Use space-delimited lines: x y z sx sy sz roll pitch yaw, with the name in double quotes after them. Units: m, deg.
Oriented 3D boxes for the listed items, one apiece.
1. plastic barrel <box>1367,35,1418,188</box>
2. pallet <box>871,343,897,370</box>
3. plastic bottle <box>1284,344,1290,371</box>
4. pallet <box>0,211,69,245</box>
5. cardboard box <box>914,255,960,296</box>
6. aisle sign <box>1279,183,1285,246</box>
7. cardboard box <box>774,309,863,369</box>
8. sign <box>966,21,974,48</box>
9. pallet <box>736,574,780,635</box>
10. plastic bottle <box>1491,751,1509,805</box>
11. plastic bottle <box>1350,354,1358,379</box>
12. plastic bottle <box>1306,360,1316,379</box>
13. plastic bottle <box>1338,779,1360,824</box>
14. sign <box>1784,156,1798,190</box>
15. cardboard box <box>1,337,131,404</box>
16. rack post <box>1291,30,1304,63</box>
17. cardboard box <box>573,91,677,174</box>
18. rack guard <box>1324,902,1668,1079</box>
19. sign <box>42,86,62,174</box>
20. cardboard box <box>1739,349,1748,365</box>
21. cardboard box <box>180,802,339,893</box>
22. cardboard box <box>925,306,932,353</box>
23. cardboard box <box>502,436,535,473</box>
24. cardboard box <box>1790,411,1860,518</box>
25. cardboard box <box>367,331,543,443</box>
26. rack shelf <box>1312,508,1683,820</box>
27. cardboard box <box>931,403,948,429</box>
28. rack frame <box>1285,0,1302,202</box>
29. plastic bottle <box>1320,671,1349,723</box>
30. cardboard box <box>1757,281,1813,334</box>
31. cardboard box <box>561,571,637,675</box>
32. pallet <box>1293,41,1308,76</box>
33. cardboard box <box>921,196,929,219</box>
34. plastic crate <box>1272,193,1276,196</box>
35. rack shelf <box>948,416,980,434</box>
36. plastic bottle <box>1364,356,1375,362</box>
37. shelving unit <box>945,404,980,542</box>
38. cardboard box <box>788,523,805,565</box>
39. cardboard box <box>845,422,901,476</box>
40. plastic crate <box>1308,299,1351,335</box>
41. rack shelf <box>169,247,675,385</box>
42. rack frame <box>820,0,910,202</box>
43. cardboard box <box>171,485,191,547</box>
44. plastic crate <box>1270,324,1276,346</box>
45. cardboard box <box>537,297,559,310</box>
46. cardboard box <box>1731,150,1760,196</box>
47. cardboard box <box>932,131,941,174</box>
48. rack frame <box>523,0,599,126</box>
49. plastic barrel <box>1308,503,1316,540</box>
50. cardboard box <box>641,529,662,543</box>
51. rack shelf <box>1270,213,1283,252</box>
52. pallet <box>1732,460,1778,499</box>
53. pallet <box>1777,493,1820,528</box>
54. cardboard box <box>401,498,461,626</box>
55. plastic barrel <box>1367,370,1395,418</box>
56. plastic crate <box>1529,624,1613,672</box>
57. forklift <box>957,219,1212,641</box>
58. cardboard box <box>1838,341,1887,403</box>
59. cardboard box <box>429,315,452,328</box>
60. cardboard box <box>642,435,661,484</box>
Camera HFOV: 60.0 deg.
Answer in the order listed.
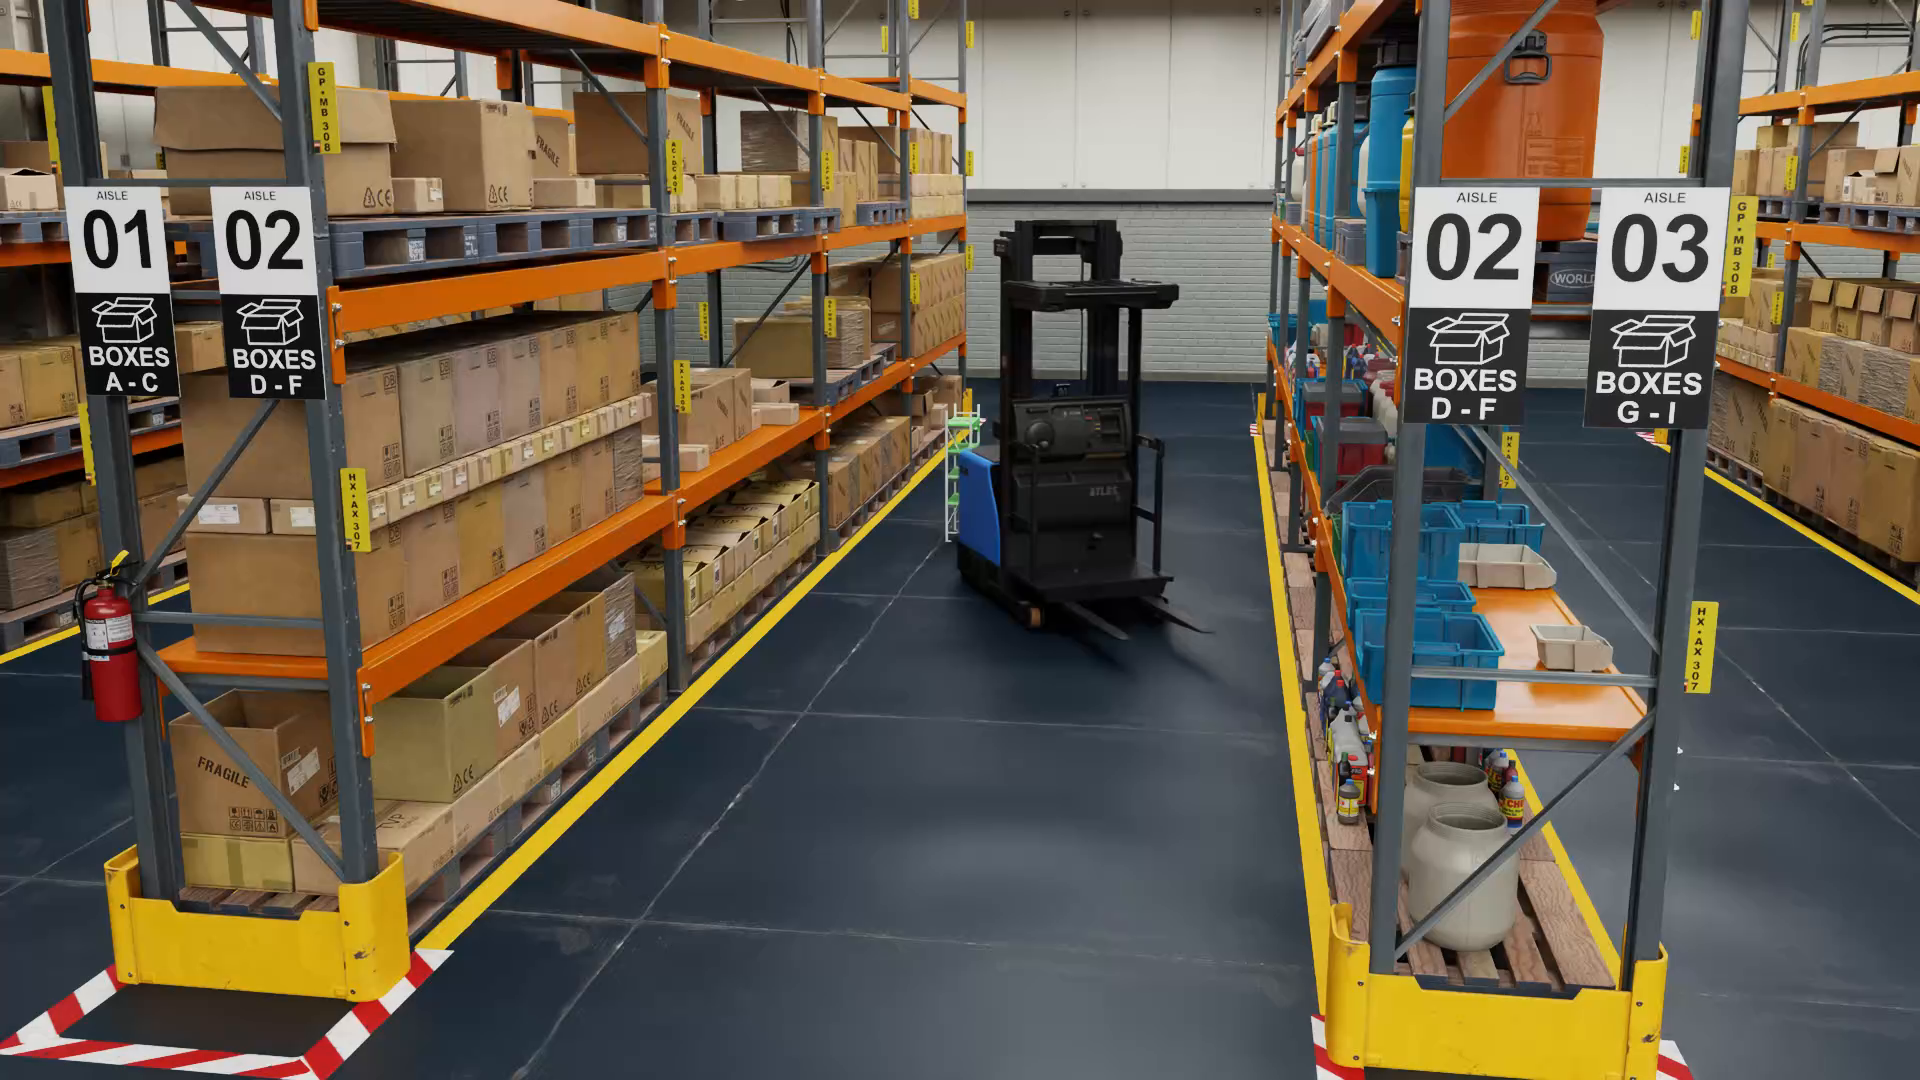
2.368 -2.058 8.371 0.600 0.901 0.708 2 12 9 "plastic barrel"
-1.268 -1.915 17.469 1.003 0.211 1.213 2 12 9 "pallet"
3.358 -1.863 17.050 0.061 0.283 0.133 2 12 9 "plastic bottle"
-6.963 -2.165 11.503 1.213 0.211 1.003 2 12 9 "pallet"
-0.295 -3.335 20.993 0.500 0.500 0.500 2 12 10 "cardboard box"
4.190 -4.138 21.160 0.394 0.787 0.004 2 12 9 "aisle sign"
-1.337 -1.912 15.766 0.700 0.500 0.500 4 13 19 "cardboard box"
0.123 -6.448 21.218 0.100 0.325 0.005 2 12 9 "sign"
-2.007 0.448 12.670 1.003 0.211 1.213 2 12 9 "pallet"
2.651 1.168 8.142 0.097 0.271 0.097 0 12 0 "plastic bottle"
3.856 -1.674 16.201 0.097 0.271 0.097 0 12 0 "plastic bottle"
3.299 -1.554 15.644 0.097 0.271 0.097 0 12 0 "plastic bottle"
1.861 1.244 7.954 0.097 0.201 0.097 0 12 0 "plastic bottle"
8.202 -3.625 16.415 0.100 0.325 0.005 2 12 9 "sign"
-6.887 -1.289 12.827 0.700 0.500 0.500 4 13 16 "cardboard box"
3.696 -4.731 16.023 0.937 0.300 0.954 2 12 8 "rack post"
-2.134 -2.598 10.644 0.500 0.500 0.500 2 12 9 "cardboard box"
1.976 1.693 6.209 1.175 0.500 0.348 2 12 9 "rack guard"
-3.417 -1.554 6.308 0.100 0.325 0.005 2 12 9 "sign"
8.593 -1.961 17.827 0.380 0.149 0.250 2 12 10 "cardboard box"
-3.092 1.344 7.421 0.500 0.250 0.500 2 12 9 "cardboard box"
-0.614 -2.424 19.141 0.500 0.500 0.500 2 12 10 "cardboard box"
-2.372 -0.434 8.366 0.380 0.149 0.250 2 12 9 "cardboard box"
8.536 -0.696 15.407 1.225 0.875 0.875 1 12 7 "cardboard box"
-2.561 -0.783 8.446 0.700 0.500 0.500 2 12 9 "cardboard box"
2.319 0.423 7.873 1.077 0.370 4.000 2 12 9 "rack shelf"
-0.438 -1.557 20.836 0.500 0.250 0.500 2 12 9 "cardboard box"
3.857 -4.943 16.824 1.000 3.000 0.127 2 12 9 "rack frame"
2.122 0.892 9.411 0.152 0.276 0.135 2 12 11 "plastic bottle"
8.557 -2.392 17.101 0.500 0.500 0.500 2 12 10 "cardboard box"
-2.211 0.474 9.682 0.500 0.500 0.500 2 12 9 "cardboard box"
3.383 -3.971 13.715 1.213 0.211 1.003 2 12 9 "pallet"
-0.637 -3.761 18.819 0.500 0.250 0.500 2 12 9 "cardboard box"
4.137 -4.174 20.688 0.497 0.269 0.590 2 12 9 "plastic crate"
0.025 -1.028 15.196 0.258 0.148 0.480 2 12 9 "rack shelf"
3.961 -1.648 16.070 0.152 0.276 0.135 2 12 9 "plastic bottle"
0.025 -0.621 15.283 0.258 1.200 0.503 2 12 9 "shelving unit"
-1.568 0.025 13.543 0.500 0.250 0.500 2 12 8 "cardboard box"
-0.914 -0.950 17.426 0.500 0.500 0.500 2 12 9 "cardboard box"
4.605 -2.813 20.959 0.616 0.435 0.499 2 12 9 "plastic crate"
-2.575 -1.204 8.305 1.077 0.370 4.000 2 12 9 "rack shelf"
-1.037 -5.104 17.573 1.000 3.000 0.127 2 12 9 "rack frame"
-6.801 -0.236 14.116 0.700 0.500 0.500 2 12 9 "cardboard box"
3.860 -2.413 19.581 0.416 0.233 0.300 2 12 9 "plastic crate"
-5.613 -2.894 20.844 0.980 0.700 0.700 1 12 6 "cardboard box"
9.102 -4.119 18.652 0.700 0.500 0.500 1 12 5 "cardboard box"
-0.616 -4.691 20.169 0.700 0.500 0.500 2 12 9 "cardboard box"
-5.317 -6.096 22.178 1.000 3.000 0.127 2 12 9 "rack frame"
3.300 -0.424 14.252 0.600 0.830 0.708 2 12 9 "plastic barrel"
-2.335 0.053 12.083 0.500 0.311 0.500 2 12 8 "cardboard box"
4.164 -3.541 19.148 1.077 0.370 4.000 2 12 9 "rack shelf"
8.945 -0.642 17.728 1.003 0.211 1.213 2 12 9 "pallet"
8.707 -0.323 16.249 1.003 0.211 1.213 2 12 9 "pallet"
-2.722 0.072 7.560 0.700 0.500 0.500 2 12 10 "cardboard box"
3.294 -1.011 12.555 0.421 0.512 0.421 0 12 0 "plastic barrel"
2.467 0.441 6.709 0.298 0.136 0.250 2 12 9 "plastic crate"
0.922 -0.872 12.340 1.130 2.935 3.031 -4 13 -18 "forklift"
8.205 -1.494 14.825 0.500 0.500 0.500 2 12 10 "cardboard box"
-5.823 -2.324 17.924 0.500 0.500 0.500 2 12 9 "cardboard box"
-2.235 -0.536 10.975 0.500 0.250 0.500 3 12 12 "cardboard box"
